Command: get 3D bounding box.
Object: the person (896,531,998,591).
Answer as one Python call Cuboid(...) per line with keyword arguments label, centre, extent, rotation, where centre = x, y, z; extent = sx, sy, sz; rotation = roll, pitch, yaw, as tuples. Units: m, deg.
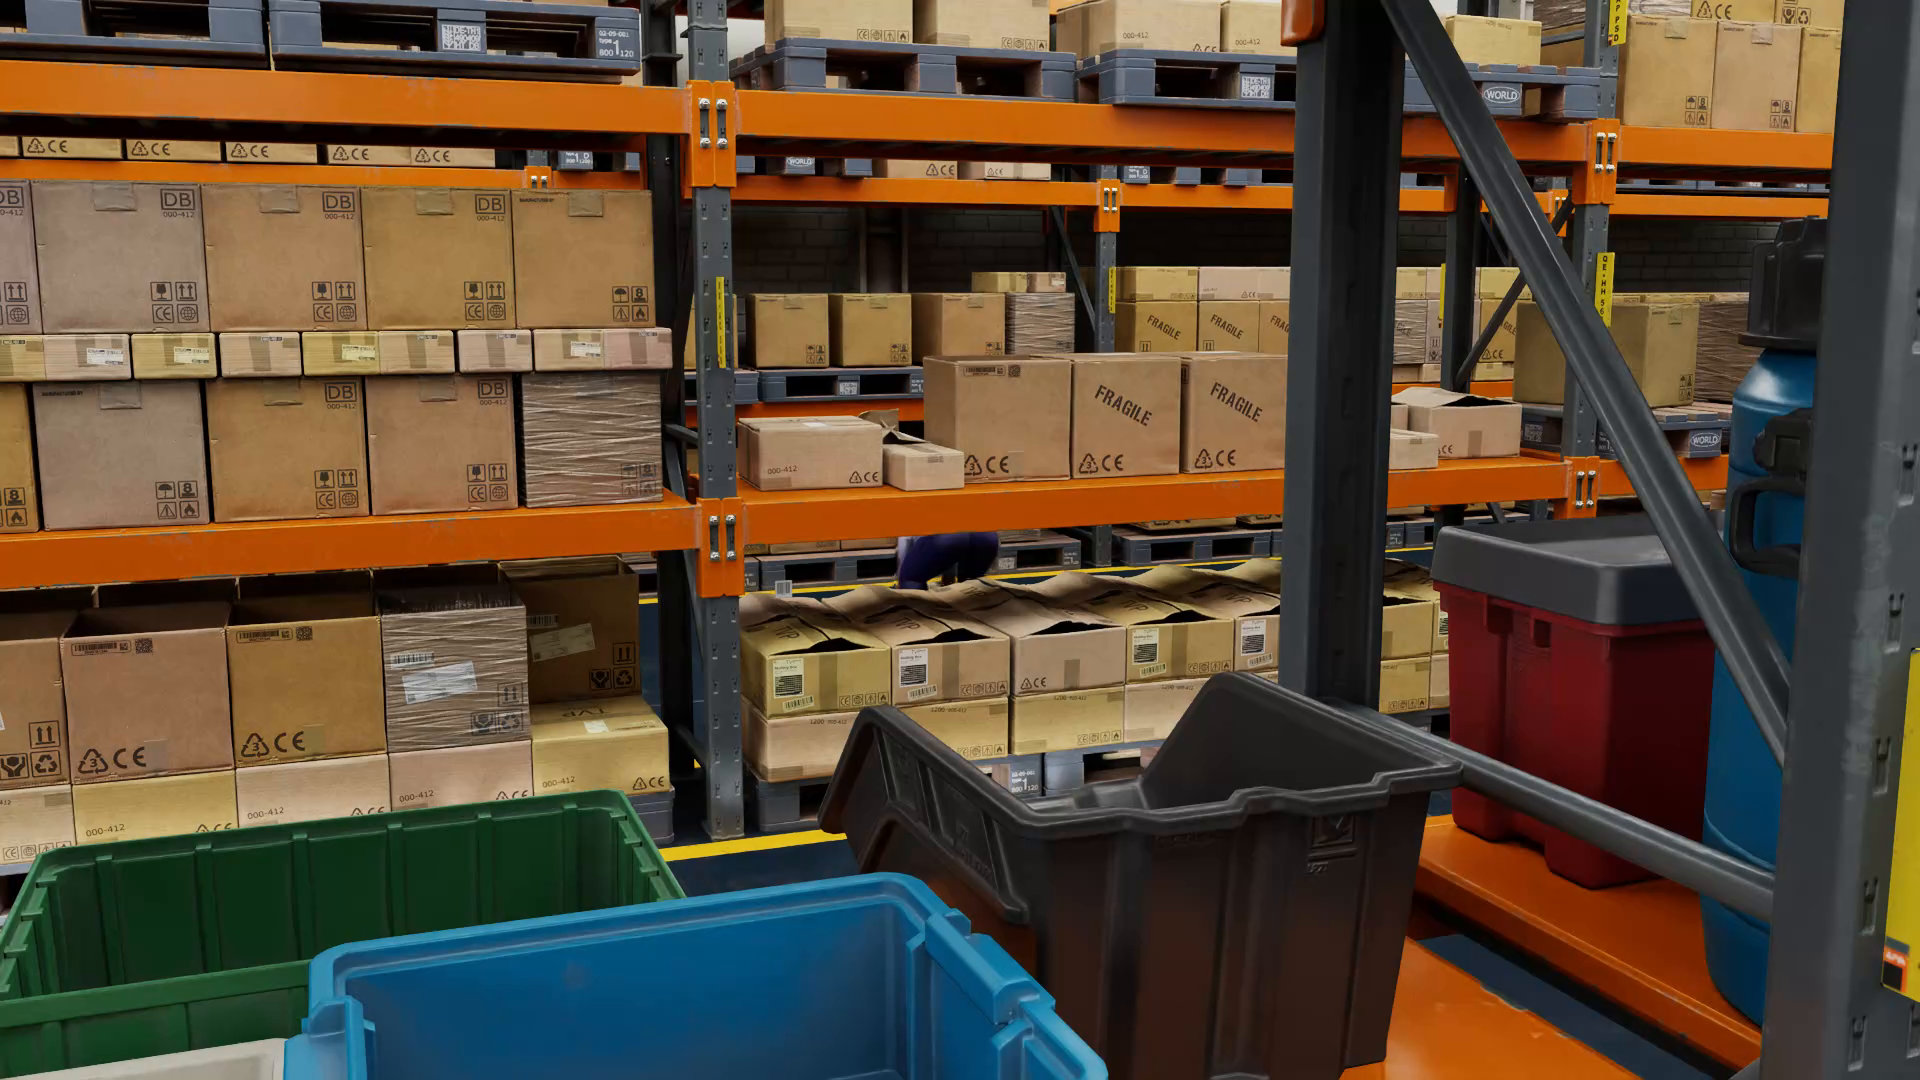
Cuboid(label="person", centre=(-0.117, 0.192, 9.698), extent=(0.517, 0.868, 0.898), rotation=(-4, 10, -24))
